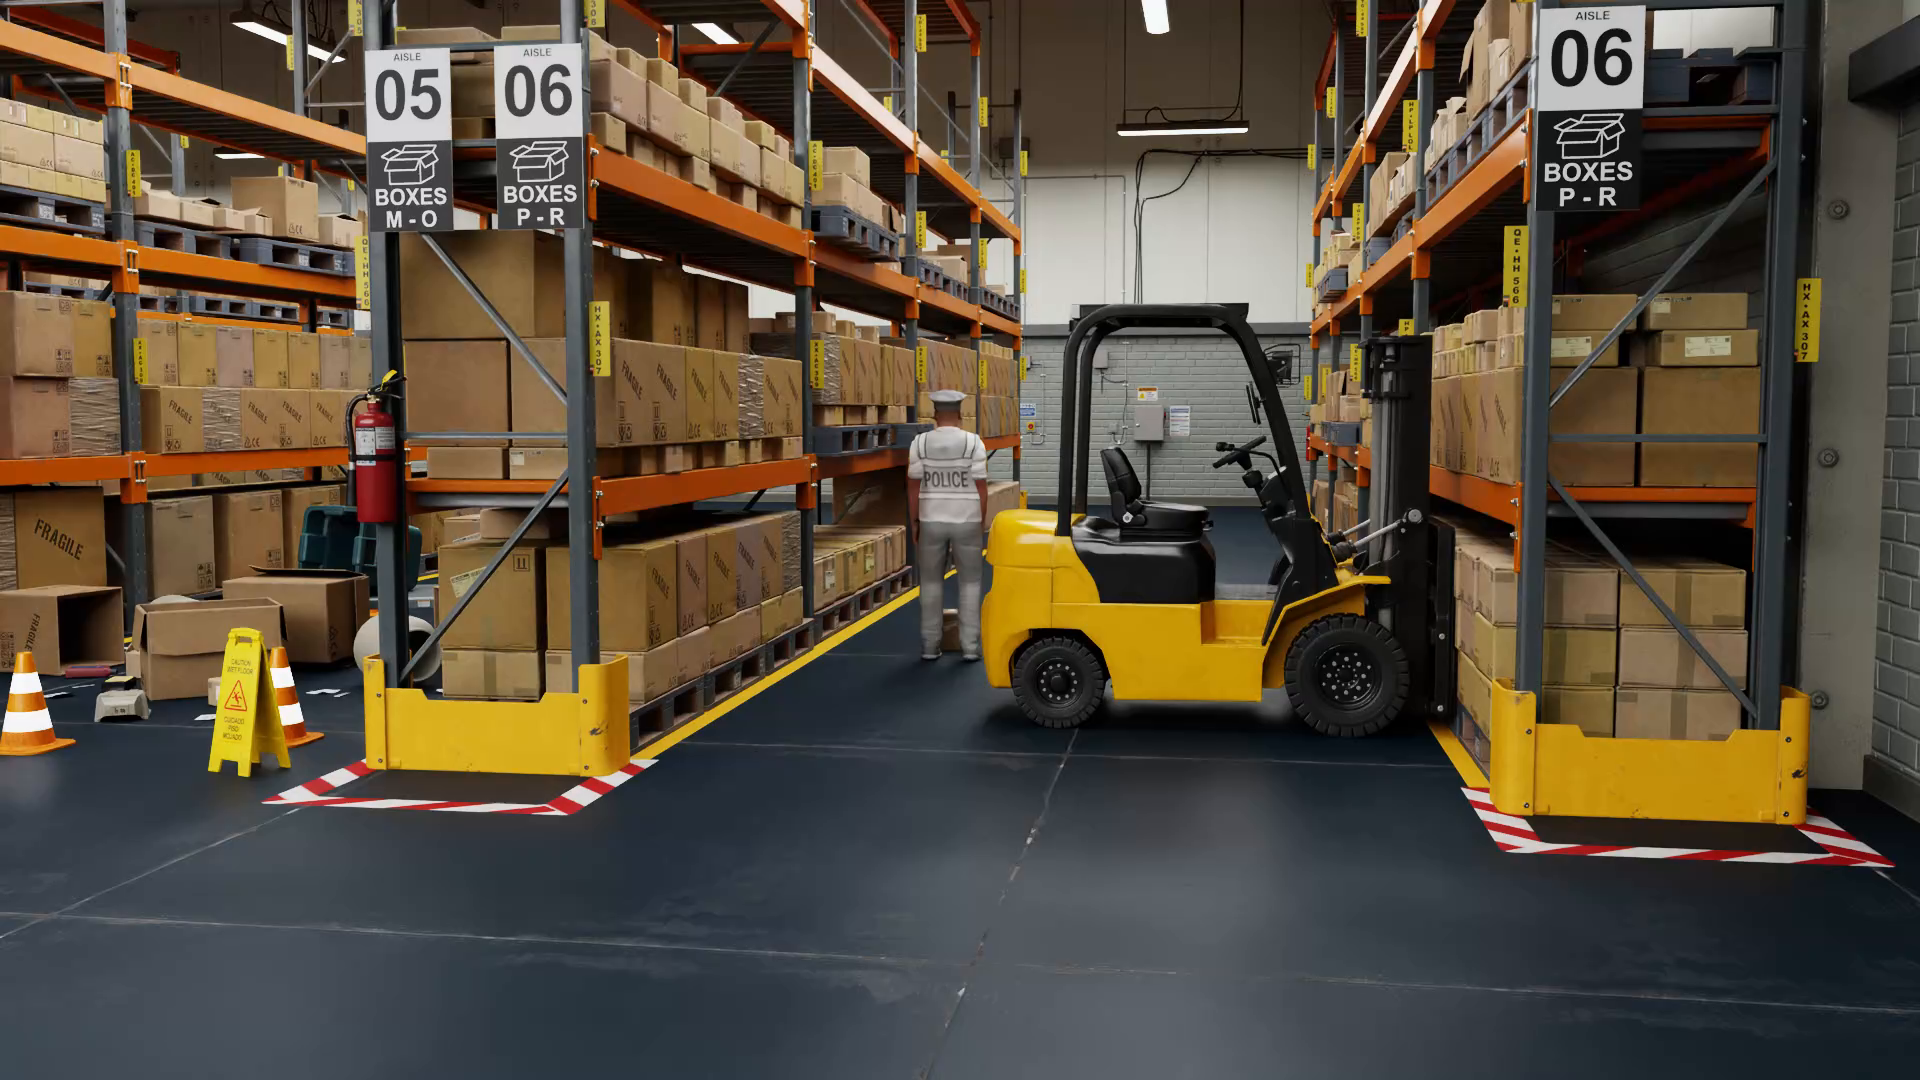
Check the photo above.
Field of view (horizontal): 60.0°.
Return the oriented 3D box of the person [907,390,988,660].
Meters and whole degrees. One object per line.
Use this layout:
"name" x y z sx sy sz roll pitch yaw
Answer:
"person" -0.076 -0.090 10.849 0.526 1.778 0.388 0 4 6
